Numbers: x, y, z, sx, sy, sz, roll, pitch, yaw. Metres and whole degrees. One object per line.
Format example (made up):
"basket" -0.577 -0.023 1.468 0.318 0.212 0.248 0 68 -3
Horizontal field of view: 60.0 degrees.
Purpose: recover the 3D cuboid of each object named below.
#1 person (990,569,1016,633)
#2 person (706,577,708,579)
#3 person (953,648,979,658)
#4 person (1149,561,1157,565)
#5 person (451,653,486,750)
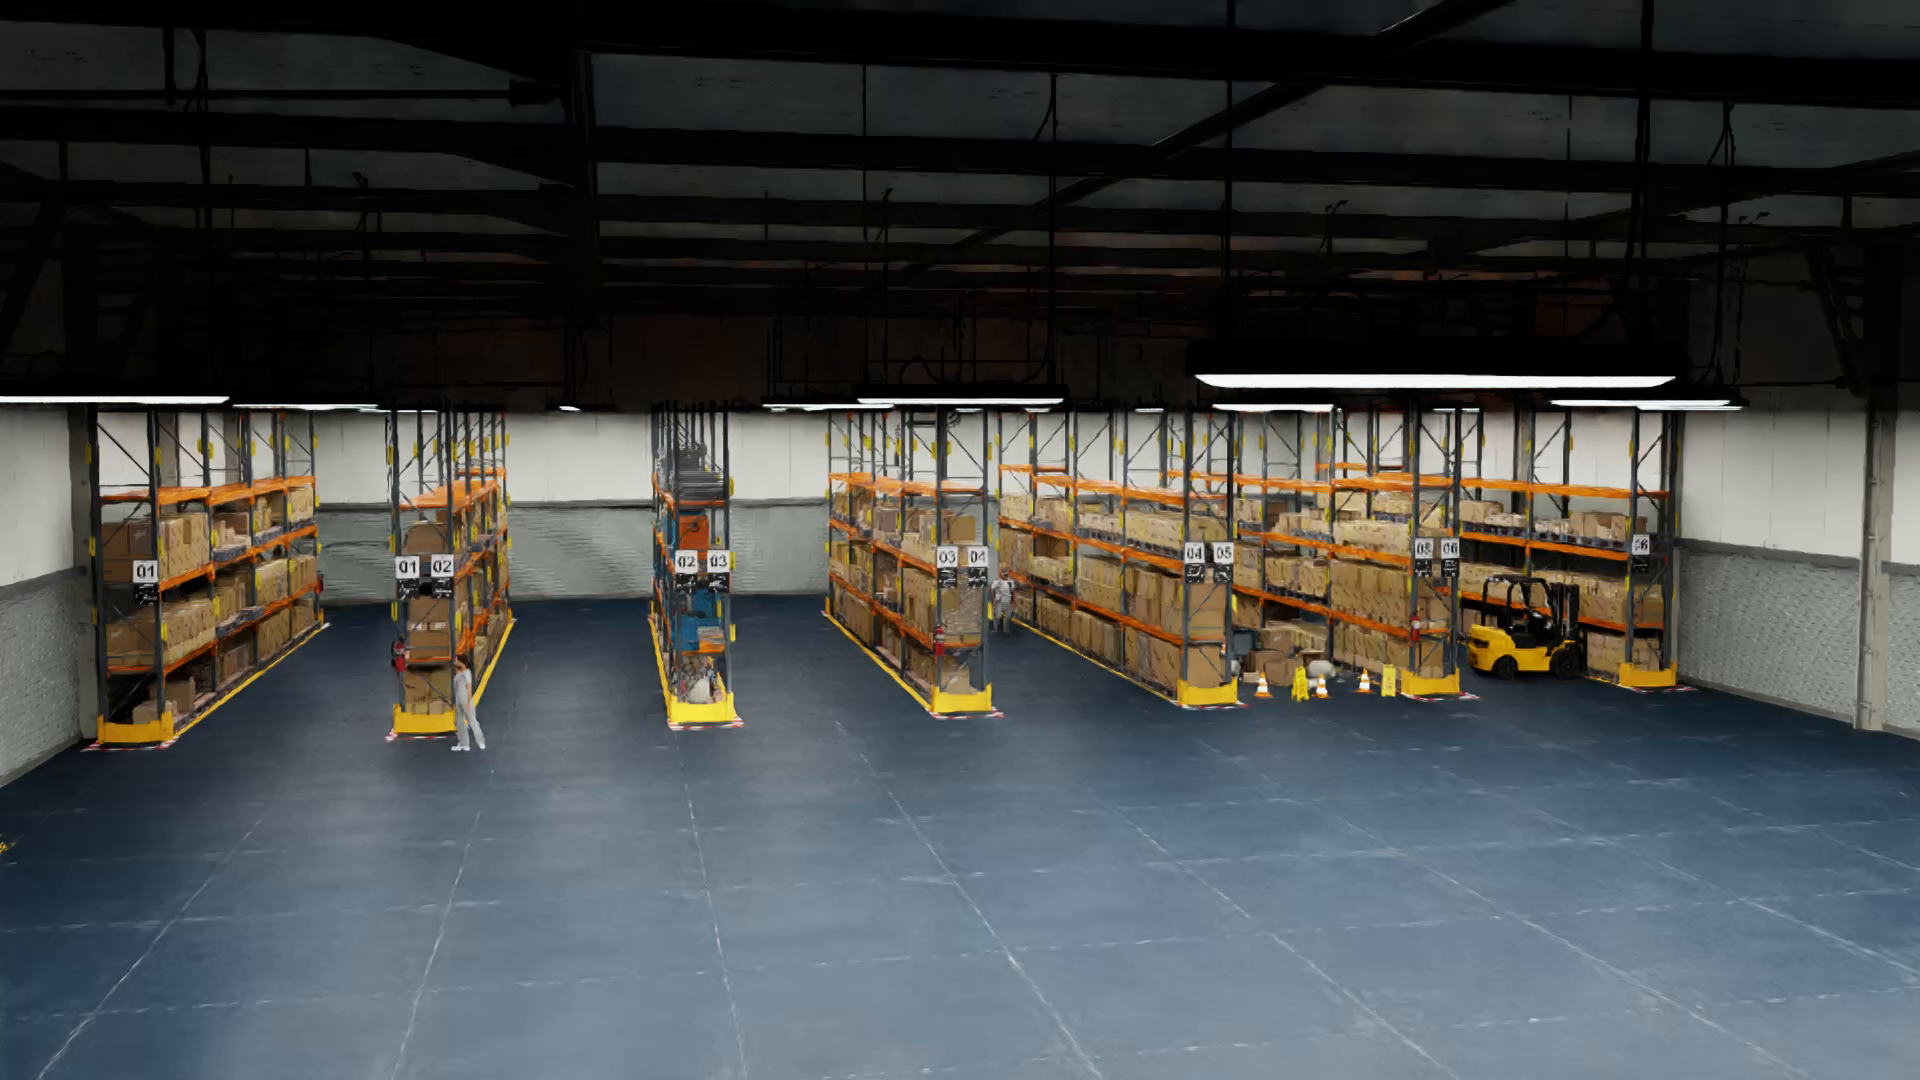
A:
"person" 1.126 1.585 43.616 0.666 1.715 0.532 -1 4 -13
"person" -6.738 1.445 44.857 0.530 1.776 0.678 -1 4 -8
"person" 0.102 1.958 39.134 0.445 1.605 1.017 -2 5 -21
"person" 5.317 1.414 45.945 0.525 1.669 0.565 1 4 7
"person" -8.397 2.762 28.407 0.531 1.660 0.564 -3 5 -37
